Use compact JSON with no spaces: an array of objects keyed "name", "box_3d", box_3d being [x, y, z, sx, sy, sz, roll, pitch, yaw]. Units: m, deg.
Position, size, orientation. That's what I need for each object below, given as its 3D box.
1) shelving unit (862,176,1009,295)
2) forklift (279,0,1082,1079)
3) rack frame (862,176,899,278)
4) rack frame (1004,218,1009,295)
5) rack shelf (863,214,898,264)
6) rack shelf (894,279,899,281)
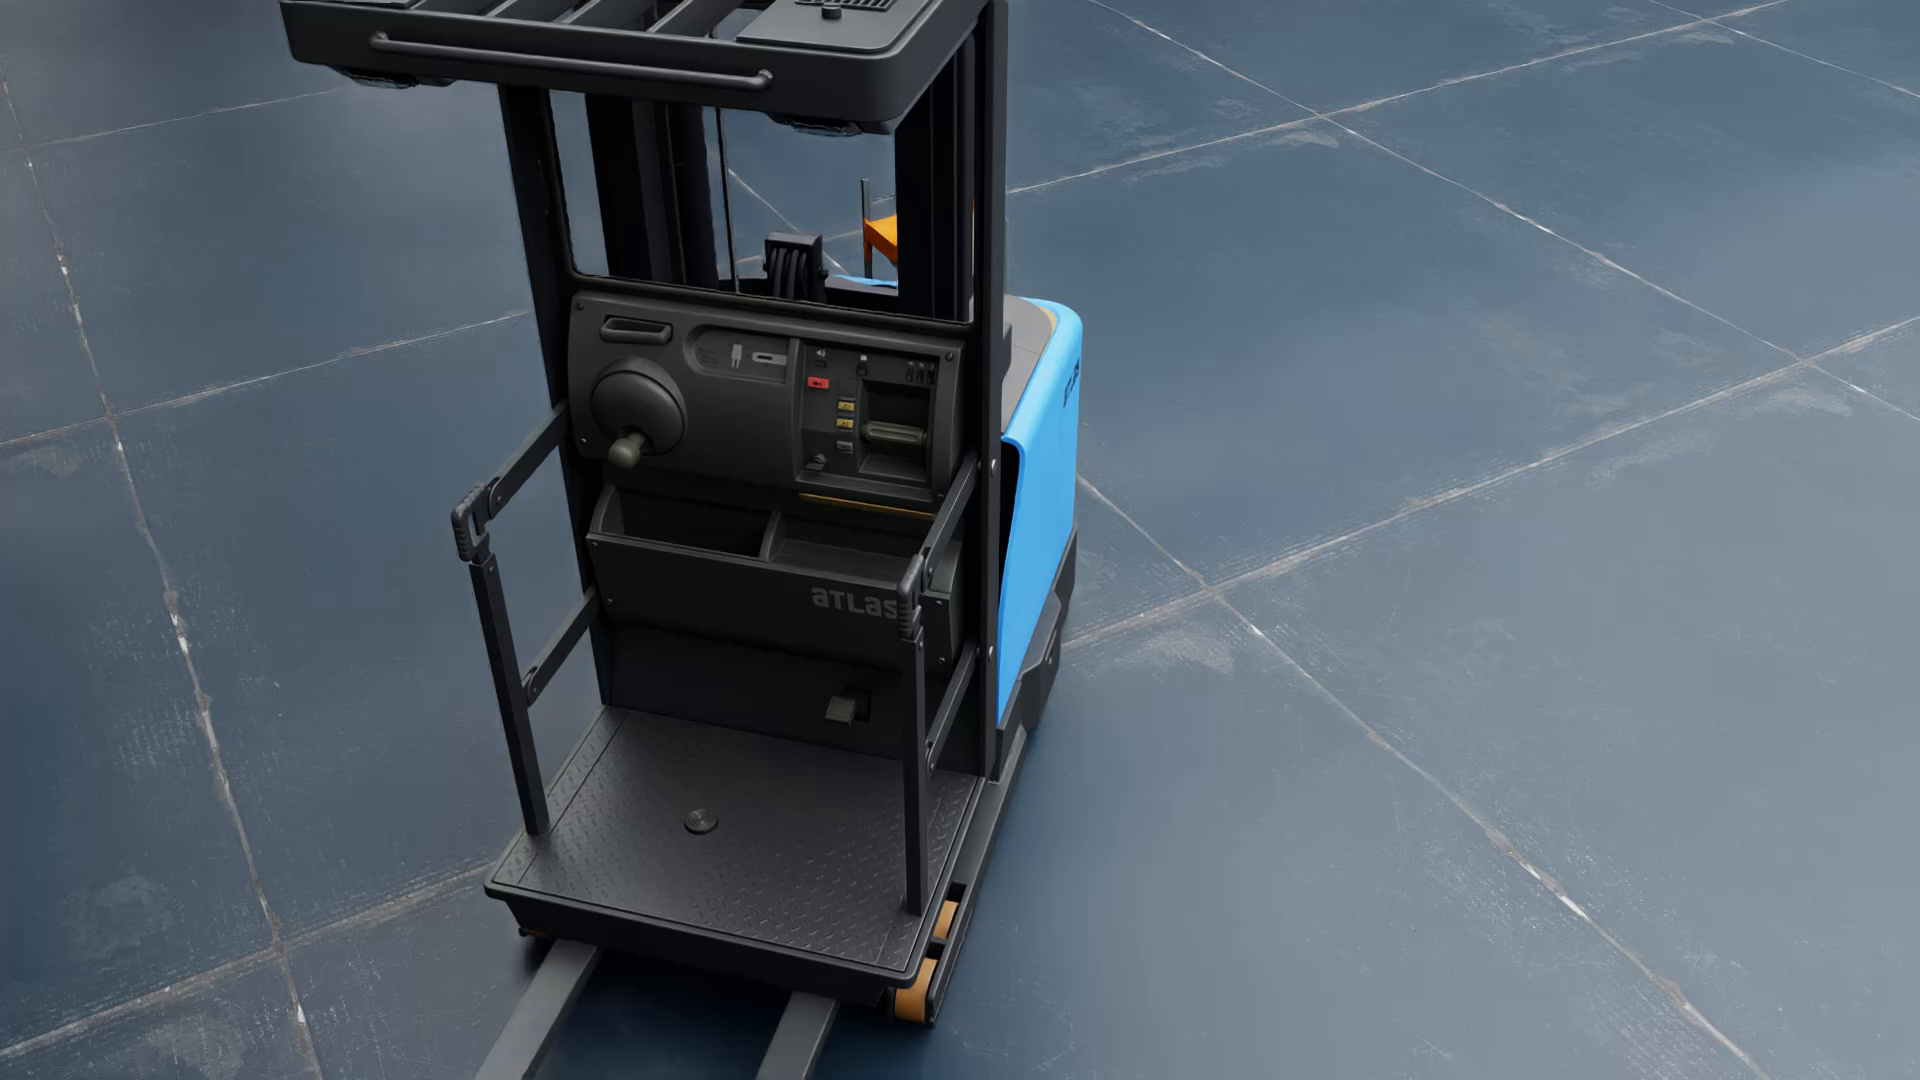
[{"name":"shelving unit","box_3d":[-0.082,-0.578,5.524,0.258,1.200,0.503,-19,40,-24]},{"name":"forklift","box_3d":[-0.508,-0.249,3.605,1.130,2.935,3.031,9,37,12]},{"name":"rack frame","box_3d":[-0.206,-0.702,5.693,0.240,1.200,0.015,-19,40,-24]},{"name":"rack frame","box_3d":[0.043,-0.454,5.354,0.240,1.200,0.015,-19,40,-24]},{"name":"rack shelf","box_3d":[-0.082,-0.895,5.291,0.258,0.148,0.480,-19,40,-24]},{"name":"rack shelf","box_3d":[-0.082,-0.705,5.431,0.258,0.148,0.480,-19,40,-24]}]
